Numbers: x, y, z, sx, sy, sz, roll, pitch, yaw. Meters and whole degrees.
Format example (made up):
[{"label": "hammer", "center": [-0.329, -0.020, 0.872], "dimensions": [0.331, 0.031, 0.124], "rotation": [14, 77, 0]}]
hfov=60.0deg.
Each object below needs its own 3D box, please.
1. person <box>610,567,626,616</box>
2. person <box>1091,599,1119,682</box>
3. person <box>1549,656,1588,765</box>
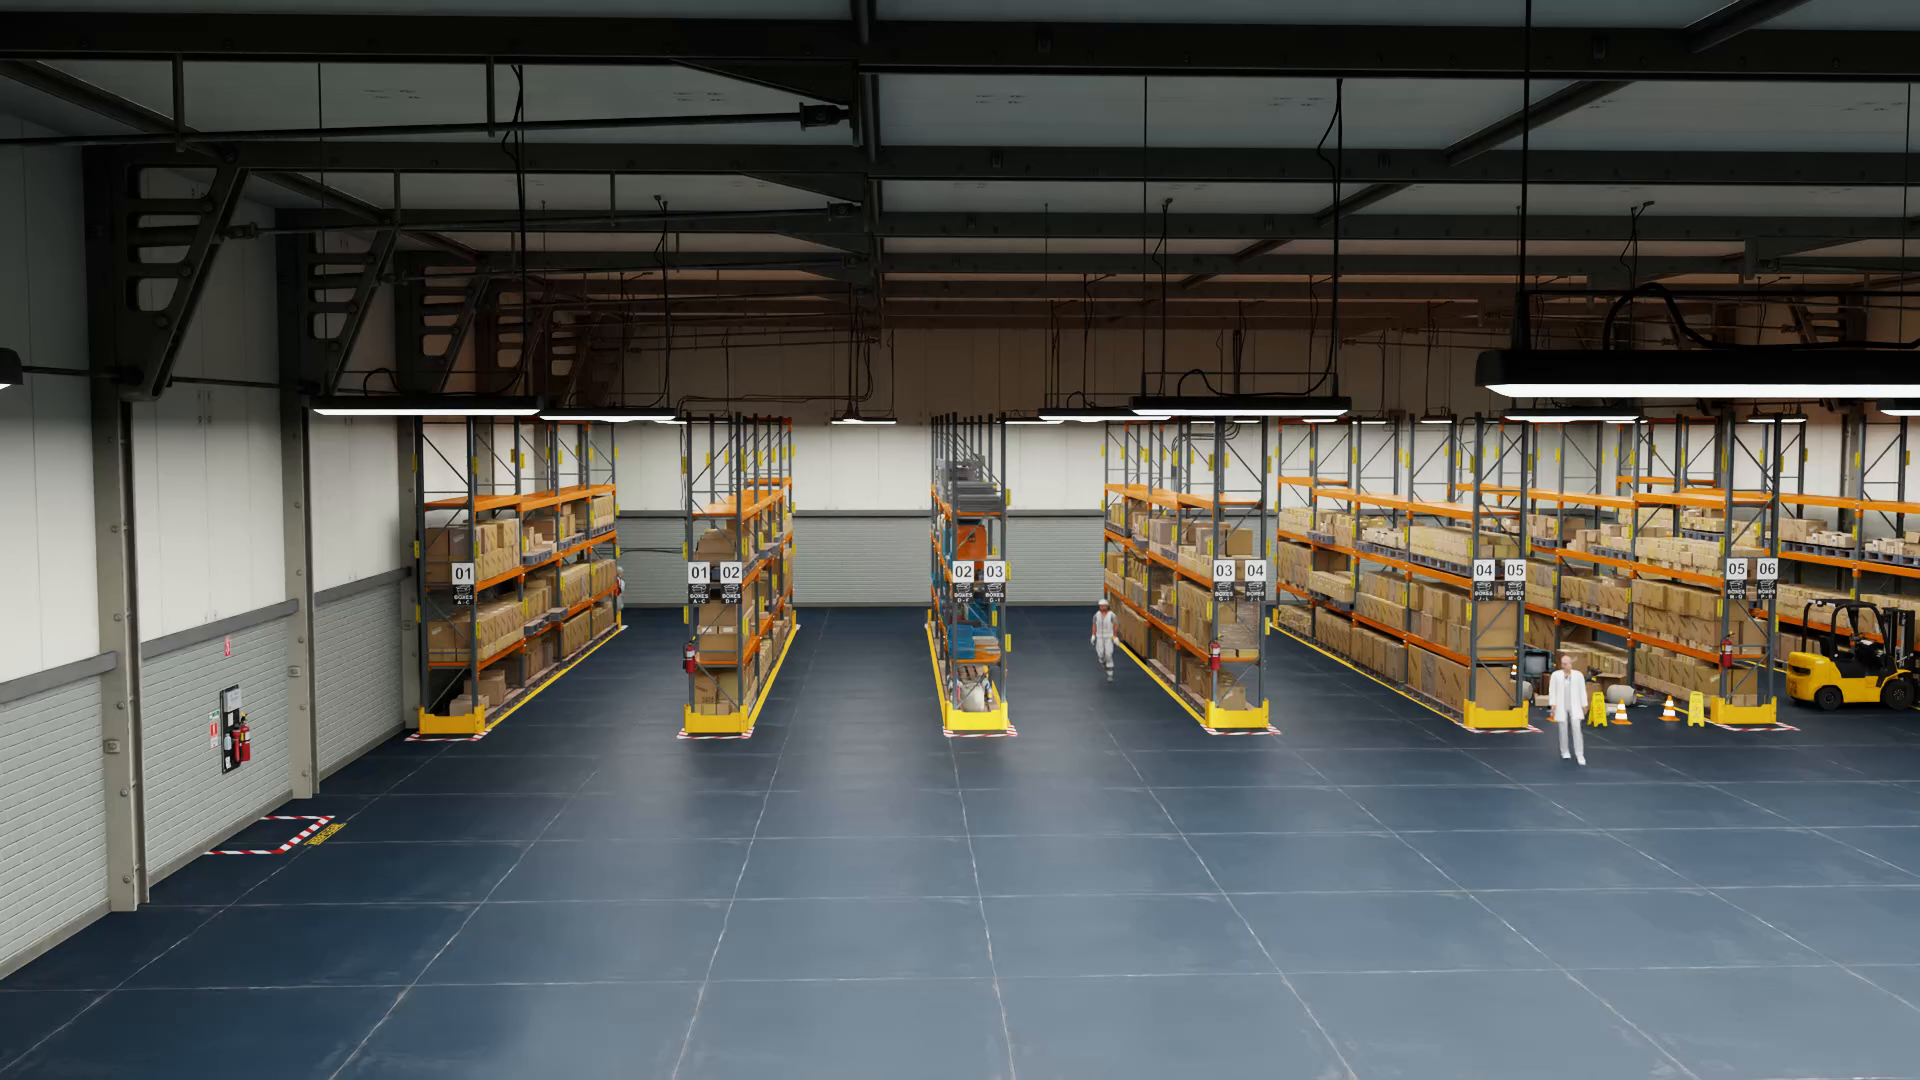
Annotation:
[{"label": "person", "center": [-9.956, 1.625, 48.189], "dimensions": [0.503, 1.699, 0.492], "rotation": [1, 4, 8]}, {"label": "person", "center": [3.208, 2.224, 37.118], "dimensions": [0.622, 1.789, 0.638], "rotation": [2, 4, 25]}, {"label": "person", "center": [10.432, 2.901, 28.528], "dimensions": [0.662, 1.791, 0.705], "rotation": [2, 4, 25]}]
